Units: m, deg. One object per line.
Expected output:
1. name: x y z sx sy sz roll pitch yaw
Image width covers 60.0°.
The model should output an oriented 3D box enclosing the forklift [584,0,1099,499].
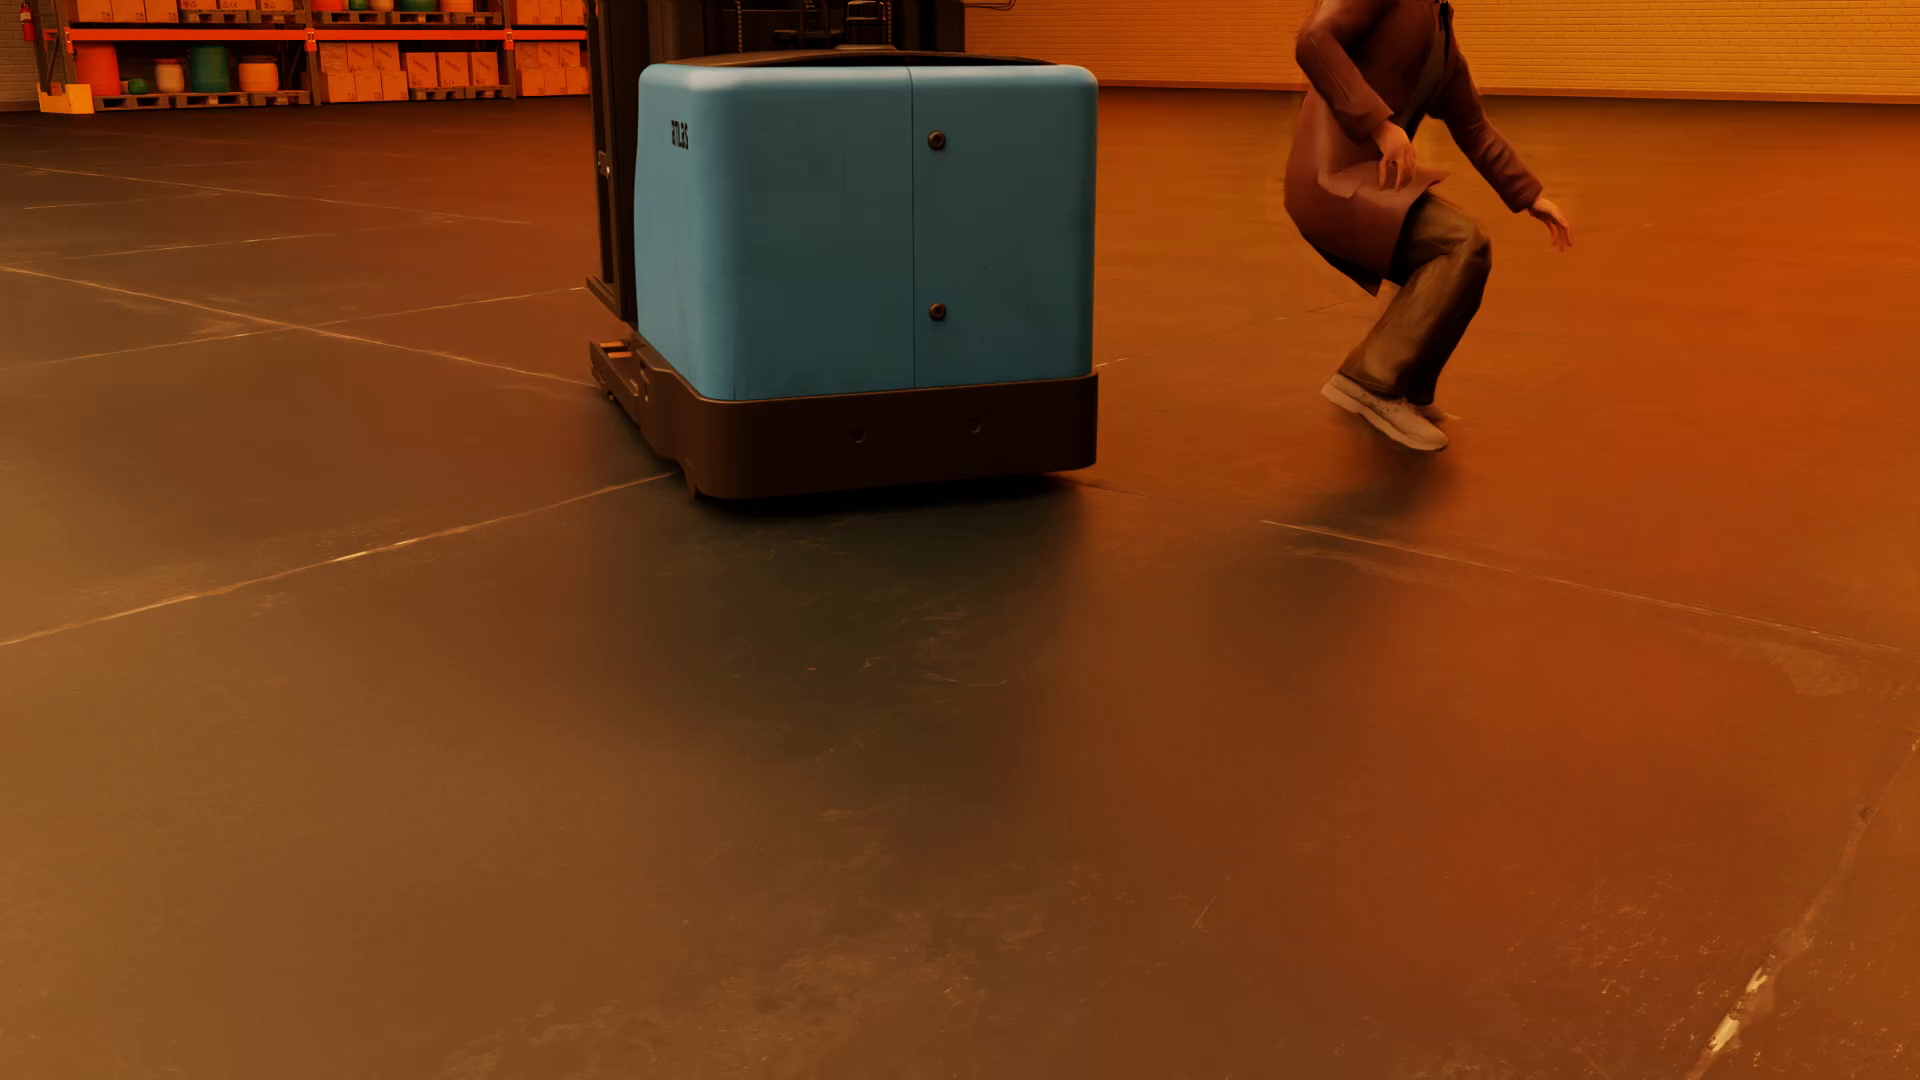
1. forklift: -0.611 -1.888 5.114 1.130 2.935 3.031 -6 18 -19

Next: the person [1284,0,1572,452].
1. person: 1.304 -0.977 4.677 0.711 1.562 0.898 9 19 28
